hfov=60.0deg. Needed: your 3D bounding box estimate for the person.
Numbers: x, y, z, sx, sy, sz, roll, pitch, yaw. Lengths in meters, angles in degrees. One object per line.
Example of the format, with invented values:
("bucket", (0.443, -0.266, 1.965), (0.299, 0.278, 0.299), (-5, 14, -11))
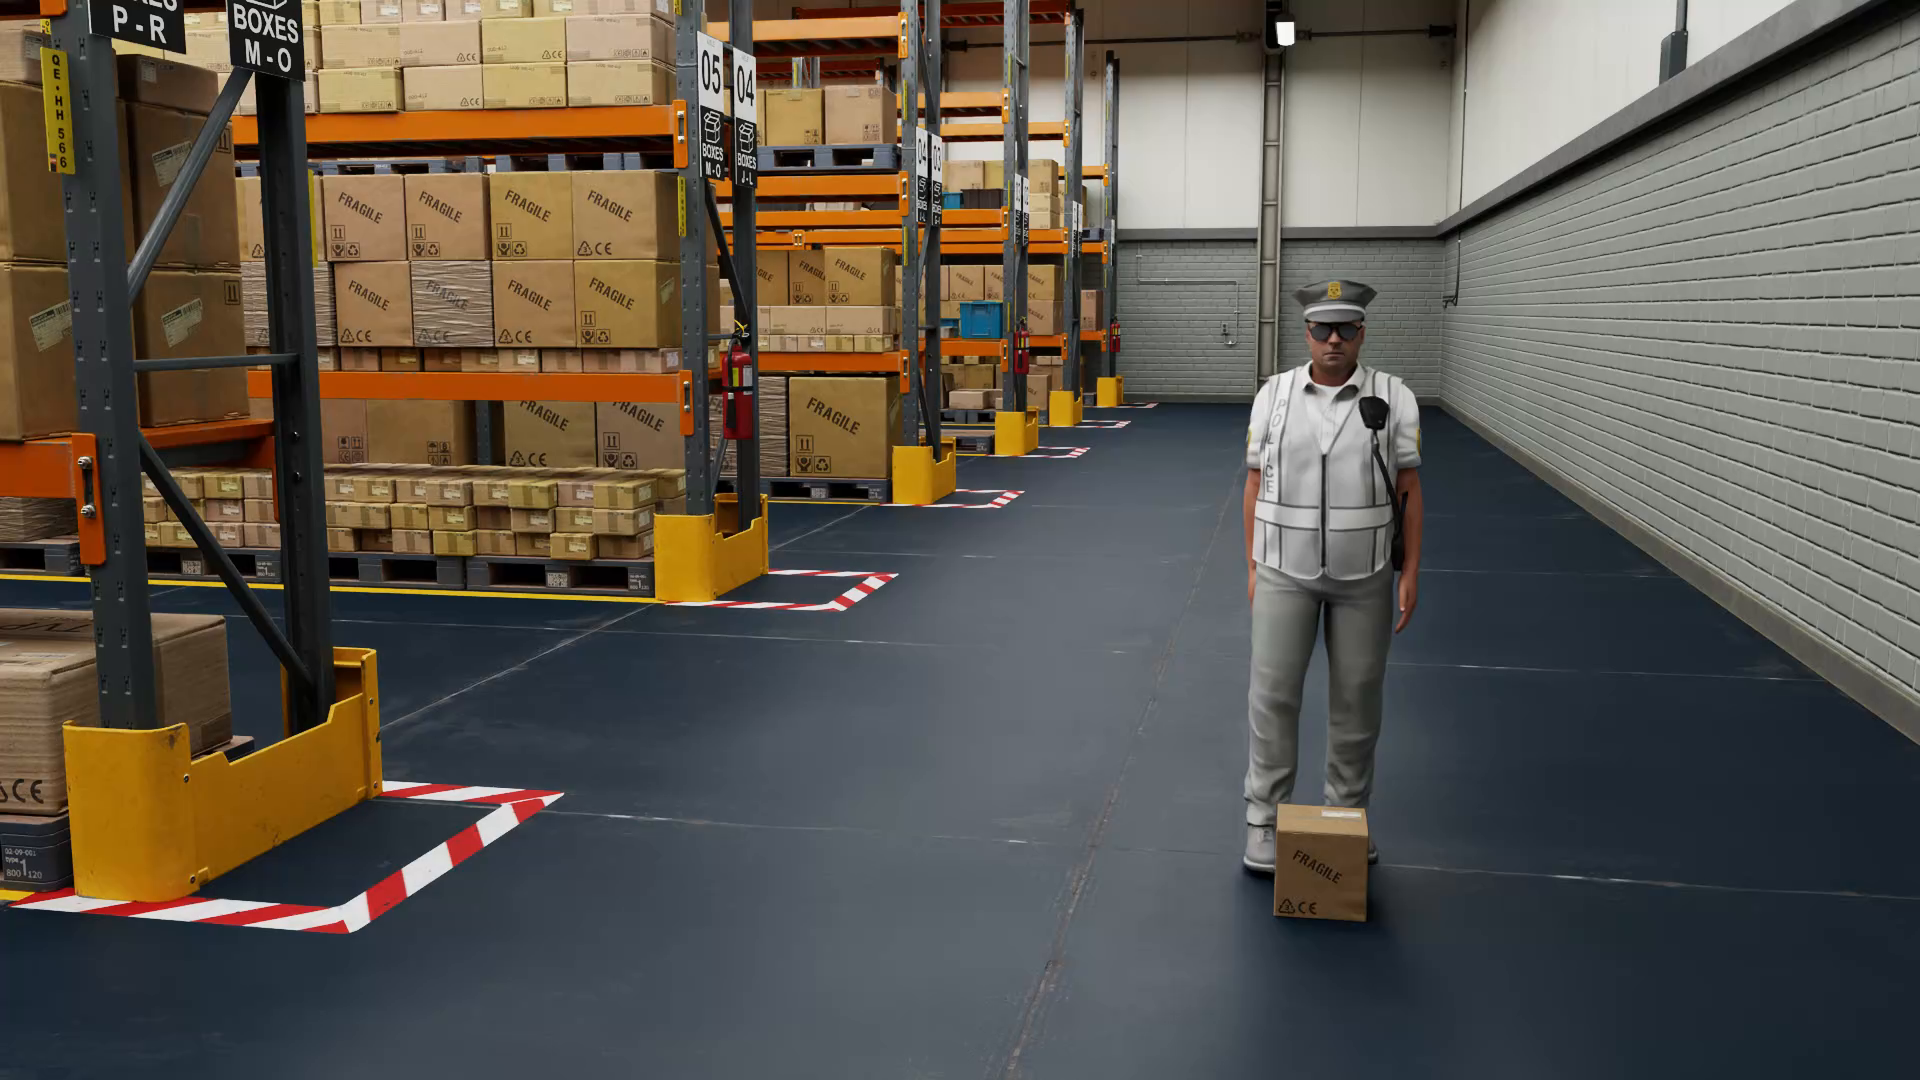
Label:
("person", (1.114, 0.102, 5.008), (0.538, 1.759, 0.516), (2, 8, 12))
